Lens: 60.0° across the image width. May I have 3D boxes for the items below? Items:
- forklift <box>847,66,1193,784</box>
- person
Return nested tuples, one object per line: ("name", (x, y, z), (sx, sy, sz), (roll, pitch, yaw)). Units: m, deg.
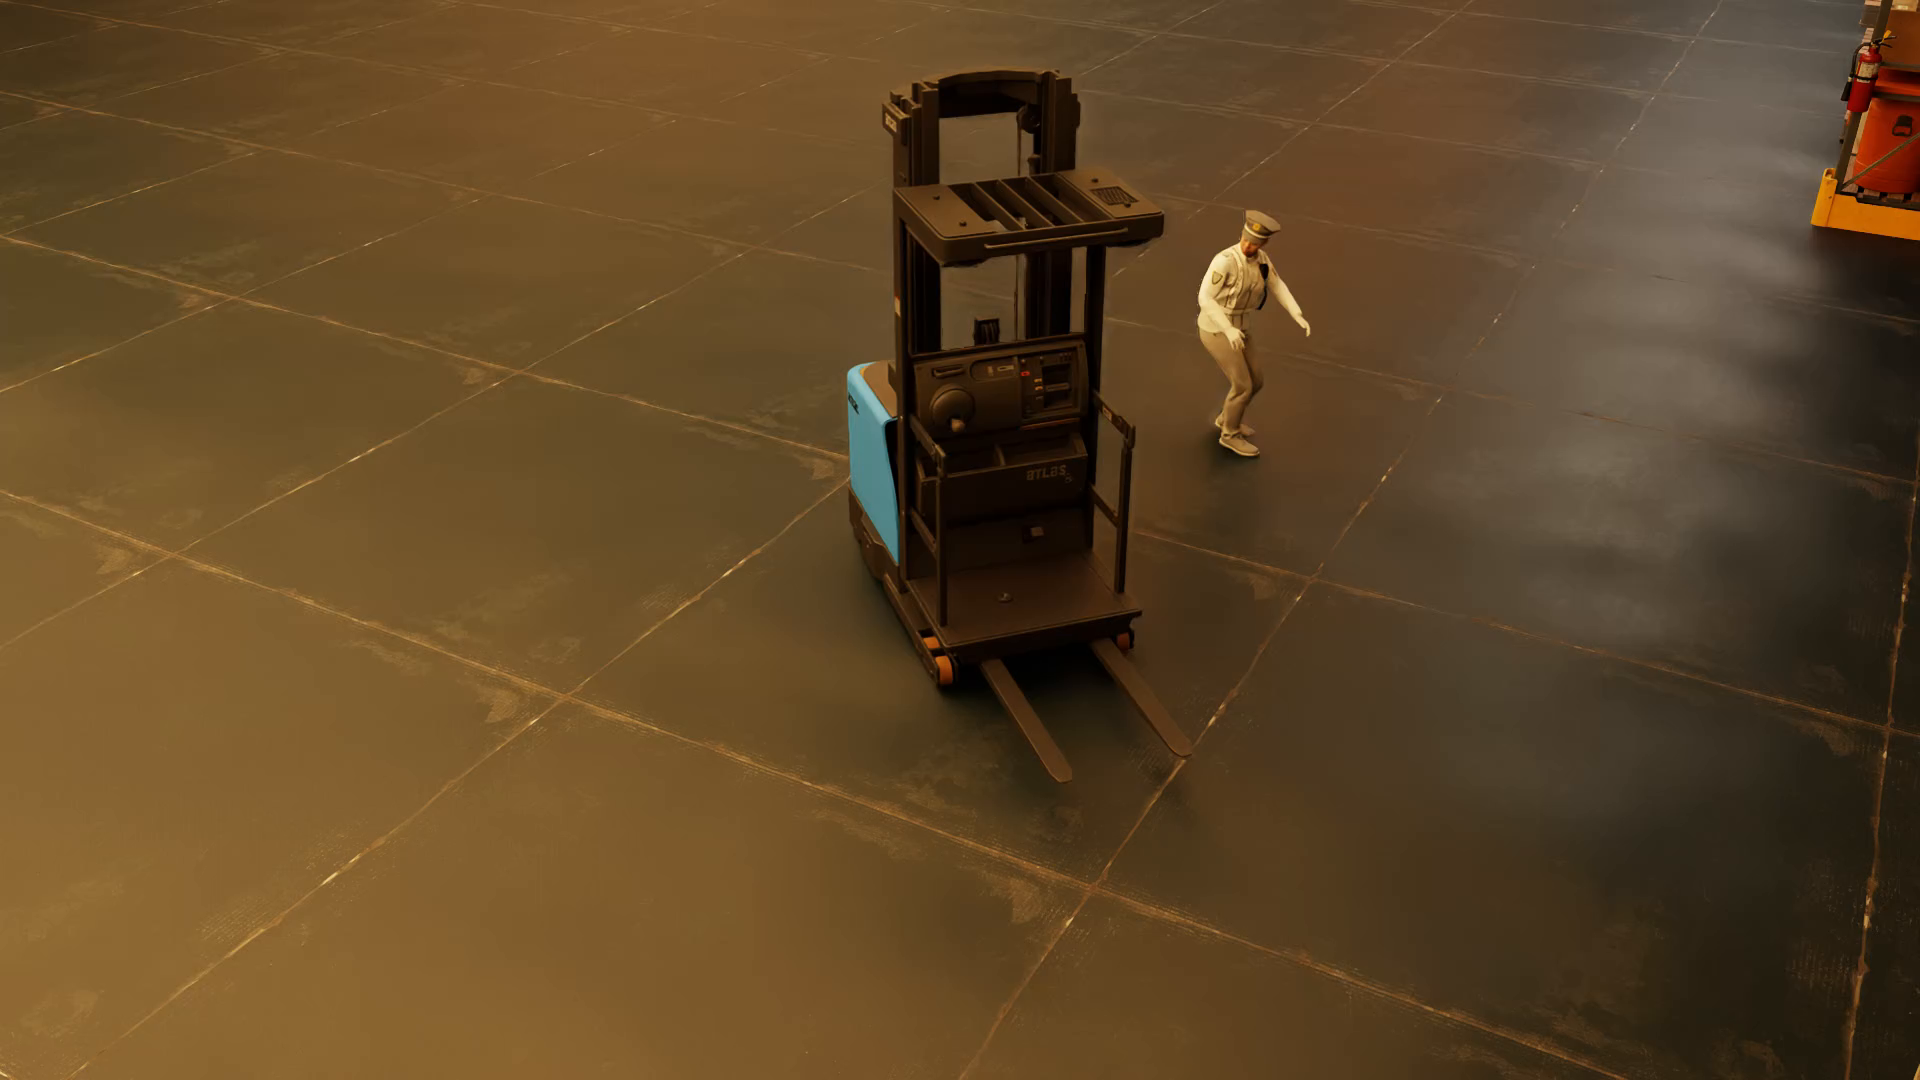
("forklift", (0.288, -0.732, 8.339), (1.130, 2.935, 3.031), (-10, 31, -16))
("person", (1.862, -1.315, 10.713), (0.624, 1.624, 0.729), (23, 37, 35))
